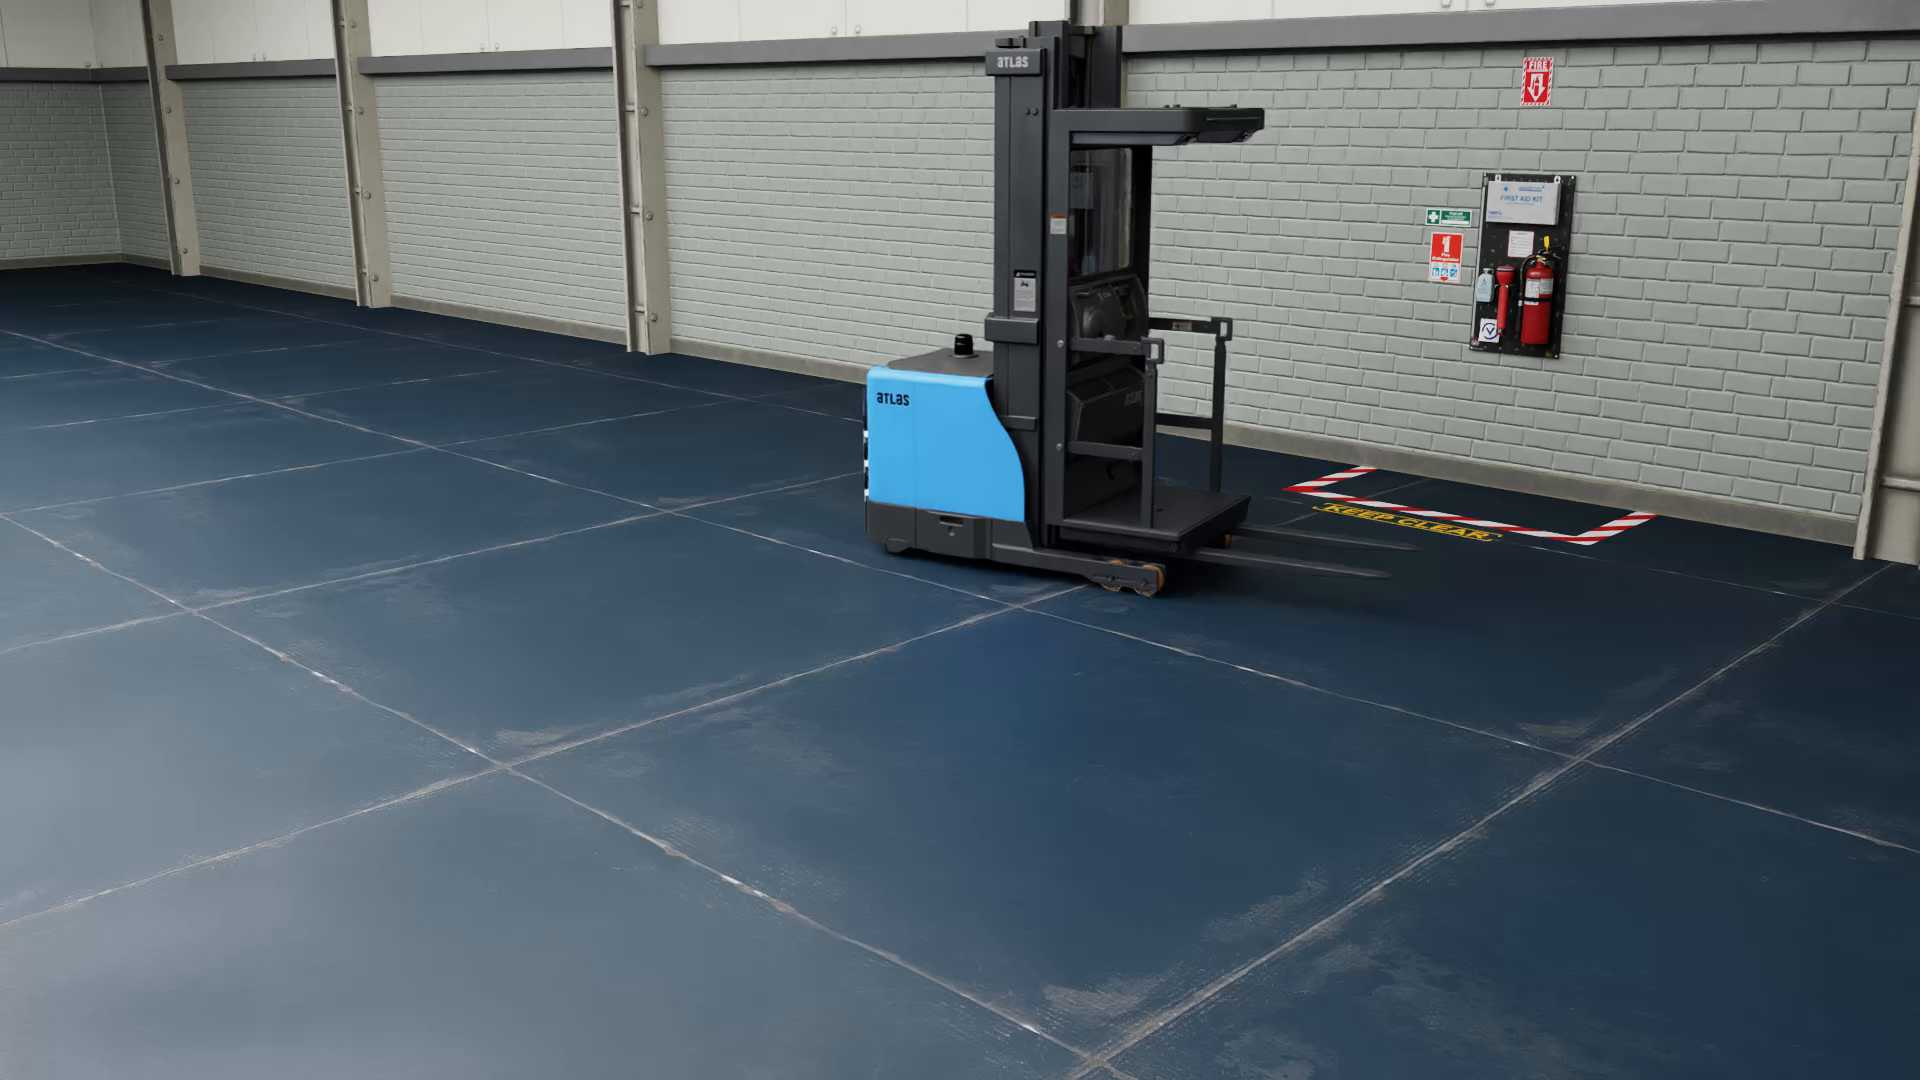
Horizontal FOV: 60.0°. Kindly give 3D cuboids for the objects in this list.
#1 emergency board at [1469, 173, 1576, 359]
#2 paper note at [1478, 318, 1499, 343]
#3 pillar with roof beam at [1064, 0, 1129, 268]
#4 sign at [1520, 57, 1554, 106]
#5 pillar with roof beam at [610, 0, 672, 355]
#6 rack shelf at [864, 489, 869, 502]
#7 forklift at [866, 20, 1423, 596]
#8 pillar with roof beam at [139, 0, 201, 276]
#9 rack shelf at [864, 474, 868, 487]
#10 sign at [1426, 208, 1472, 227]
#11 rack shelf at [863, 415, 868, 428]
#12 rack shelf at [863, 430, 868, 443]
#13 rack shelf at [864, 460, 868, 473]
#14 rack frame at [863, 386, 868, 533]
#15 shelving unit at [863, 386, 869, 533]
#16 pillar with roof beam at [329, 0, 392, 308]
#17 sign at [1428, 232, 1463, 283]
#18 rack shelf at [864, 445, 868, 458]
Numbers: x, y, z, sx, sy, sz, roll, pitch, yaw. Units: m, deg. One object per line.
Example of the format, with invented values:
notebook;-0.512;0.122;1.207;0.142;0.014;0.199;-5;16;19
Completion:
emergency board;3.613;-1.780;10.815;0.643;1.169;0.194;14;20;42
paper note;3.533;-1.397;11.093;0.142;0.148;0.016;14;20;42
pillar with roof beam;-1.942;-4.512;9.403;0.400;9.000;9.100;14;20;42
sign;3.676;-2.921;10.597;0.199;0.298;0.001;14;20;42
pillar with roof beam;-6.261;-5.562;13.433;0.400;9.000;9.100;14;20;42
rack shelf;-0.428;-0.283;10.081;0.200;0.077;0.258;8;17;28
forklift;0.994;-1.274;9.009;3.031;2.935;1.130;8;17;28
pillar with roof beam;-14.900;-7.663;21.493;0.400;9.000;9.100;14;20;42
rack shelf;-0.428;-0.370;10.058;0.200;0.077;0.258;8;17;28
sign;3.284;-2.167;11.177;0.331;0.109;0.001;14;20;42
rack shelf;-0.428;-0.719;9.967;0.200;0.077;0.258;8;17;28
rack shelf;-0.428;-0.632;9.990;0.200;0.077;0.258;8;17;28
rack shelf;-0.428;-0.458;10.035;0.200;0.077;0.258;8;17;28
rack frame;-0.517;-0.502;10.075;0.006;0.900;0.240;8;17;28
shelving unit;-0.428;-0.490;10.027;0.210;0.900;0.258;8;17;28
pillar with roof beam;-10.580;-6.612;17.463;0.400;9.000;9.100;14;20;42
sign;3.287;-1.913;11.253;0.234;0.329;0.001;14;20;42
rack shelf;-0.428;-0.545;10.013;0.200;0.077;0.258;8;17;28
